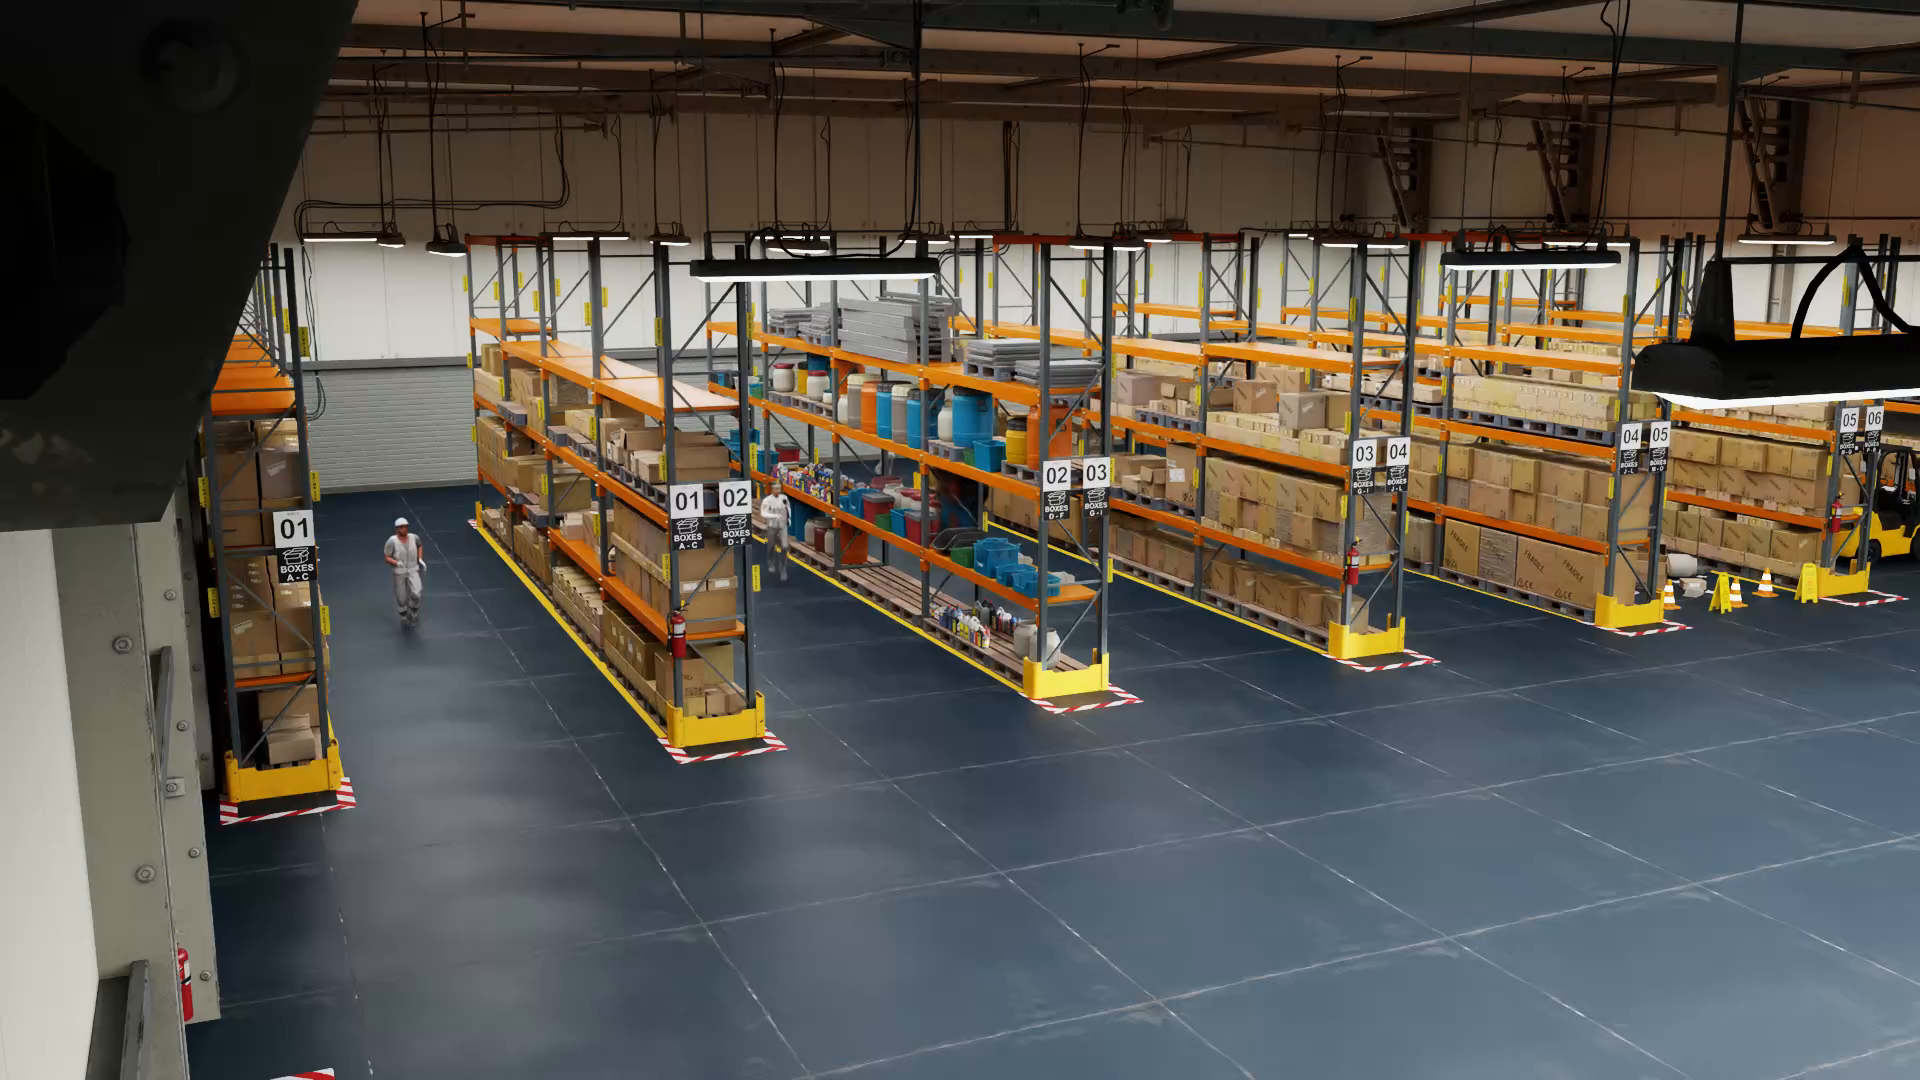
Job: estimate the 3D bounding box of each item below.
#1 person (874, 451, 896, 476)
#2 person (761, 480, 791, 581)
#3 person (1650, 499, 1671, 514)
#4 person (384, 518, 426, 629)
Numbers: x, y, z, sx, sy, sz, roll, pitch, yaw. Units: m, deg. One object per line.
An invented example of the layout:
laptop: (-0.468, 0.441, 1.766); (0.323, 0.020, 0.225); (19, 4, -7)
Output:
person: (-1.680, -2.363, 41.141); (0.699, 1.533, 1.077); (-10, 15, -42)
person: (-3.165, -0.200, 28.683); (0.568, 1.720, 0.832); (-3, 11, -17)
person: (14.365, -0.975, 33.826); (0.658, 1.676, 0.775); (-7, 13, -31)
person: (-8.567, 0.521, 25.751); (0.639, 1.766, 0.777); (-6, 12, -27)
